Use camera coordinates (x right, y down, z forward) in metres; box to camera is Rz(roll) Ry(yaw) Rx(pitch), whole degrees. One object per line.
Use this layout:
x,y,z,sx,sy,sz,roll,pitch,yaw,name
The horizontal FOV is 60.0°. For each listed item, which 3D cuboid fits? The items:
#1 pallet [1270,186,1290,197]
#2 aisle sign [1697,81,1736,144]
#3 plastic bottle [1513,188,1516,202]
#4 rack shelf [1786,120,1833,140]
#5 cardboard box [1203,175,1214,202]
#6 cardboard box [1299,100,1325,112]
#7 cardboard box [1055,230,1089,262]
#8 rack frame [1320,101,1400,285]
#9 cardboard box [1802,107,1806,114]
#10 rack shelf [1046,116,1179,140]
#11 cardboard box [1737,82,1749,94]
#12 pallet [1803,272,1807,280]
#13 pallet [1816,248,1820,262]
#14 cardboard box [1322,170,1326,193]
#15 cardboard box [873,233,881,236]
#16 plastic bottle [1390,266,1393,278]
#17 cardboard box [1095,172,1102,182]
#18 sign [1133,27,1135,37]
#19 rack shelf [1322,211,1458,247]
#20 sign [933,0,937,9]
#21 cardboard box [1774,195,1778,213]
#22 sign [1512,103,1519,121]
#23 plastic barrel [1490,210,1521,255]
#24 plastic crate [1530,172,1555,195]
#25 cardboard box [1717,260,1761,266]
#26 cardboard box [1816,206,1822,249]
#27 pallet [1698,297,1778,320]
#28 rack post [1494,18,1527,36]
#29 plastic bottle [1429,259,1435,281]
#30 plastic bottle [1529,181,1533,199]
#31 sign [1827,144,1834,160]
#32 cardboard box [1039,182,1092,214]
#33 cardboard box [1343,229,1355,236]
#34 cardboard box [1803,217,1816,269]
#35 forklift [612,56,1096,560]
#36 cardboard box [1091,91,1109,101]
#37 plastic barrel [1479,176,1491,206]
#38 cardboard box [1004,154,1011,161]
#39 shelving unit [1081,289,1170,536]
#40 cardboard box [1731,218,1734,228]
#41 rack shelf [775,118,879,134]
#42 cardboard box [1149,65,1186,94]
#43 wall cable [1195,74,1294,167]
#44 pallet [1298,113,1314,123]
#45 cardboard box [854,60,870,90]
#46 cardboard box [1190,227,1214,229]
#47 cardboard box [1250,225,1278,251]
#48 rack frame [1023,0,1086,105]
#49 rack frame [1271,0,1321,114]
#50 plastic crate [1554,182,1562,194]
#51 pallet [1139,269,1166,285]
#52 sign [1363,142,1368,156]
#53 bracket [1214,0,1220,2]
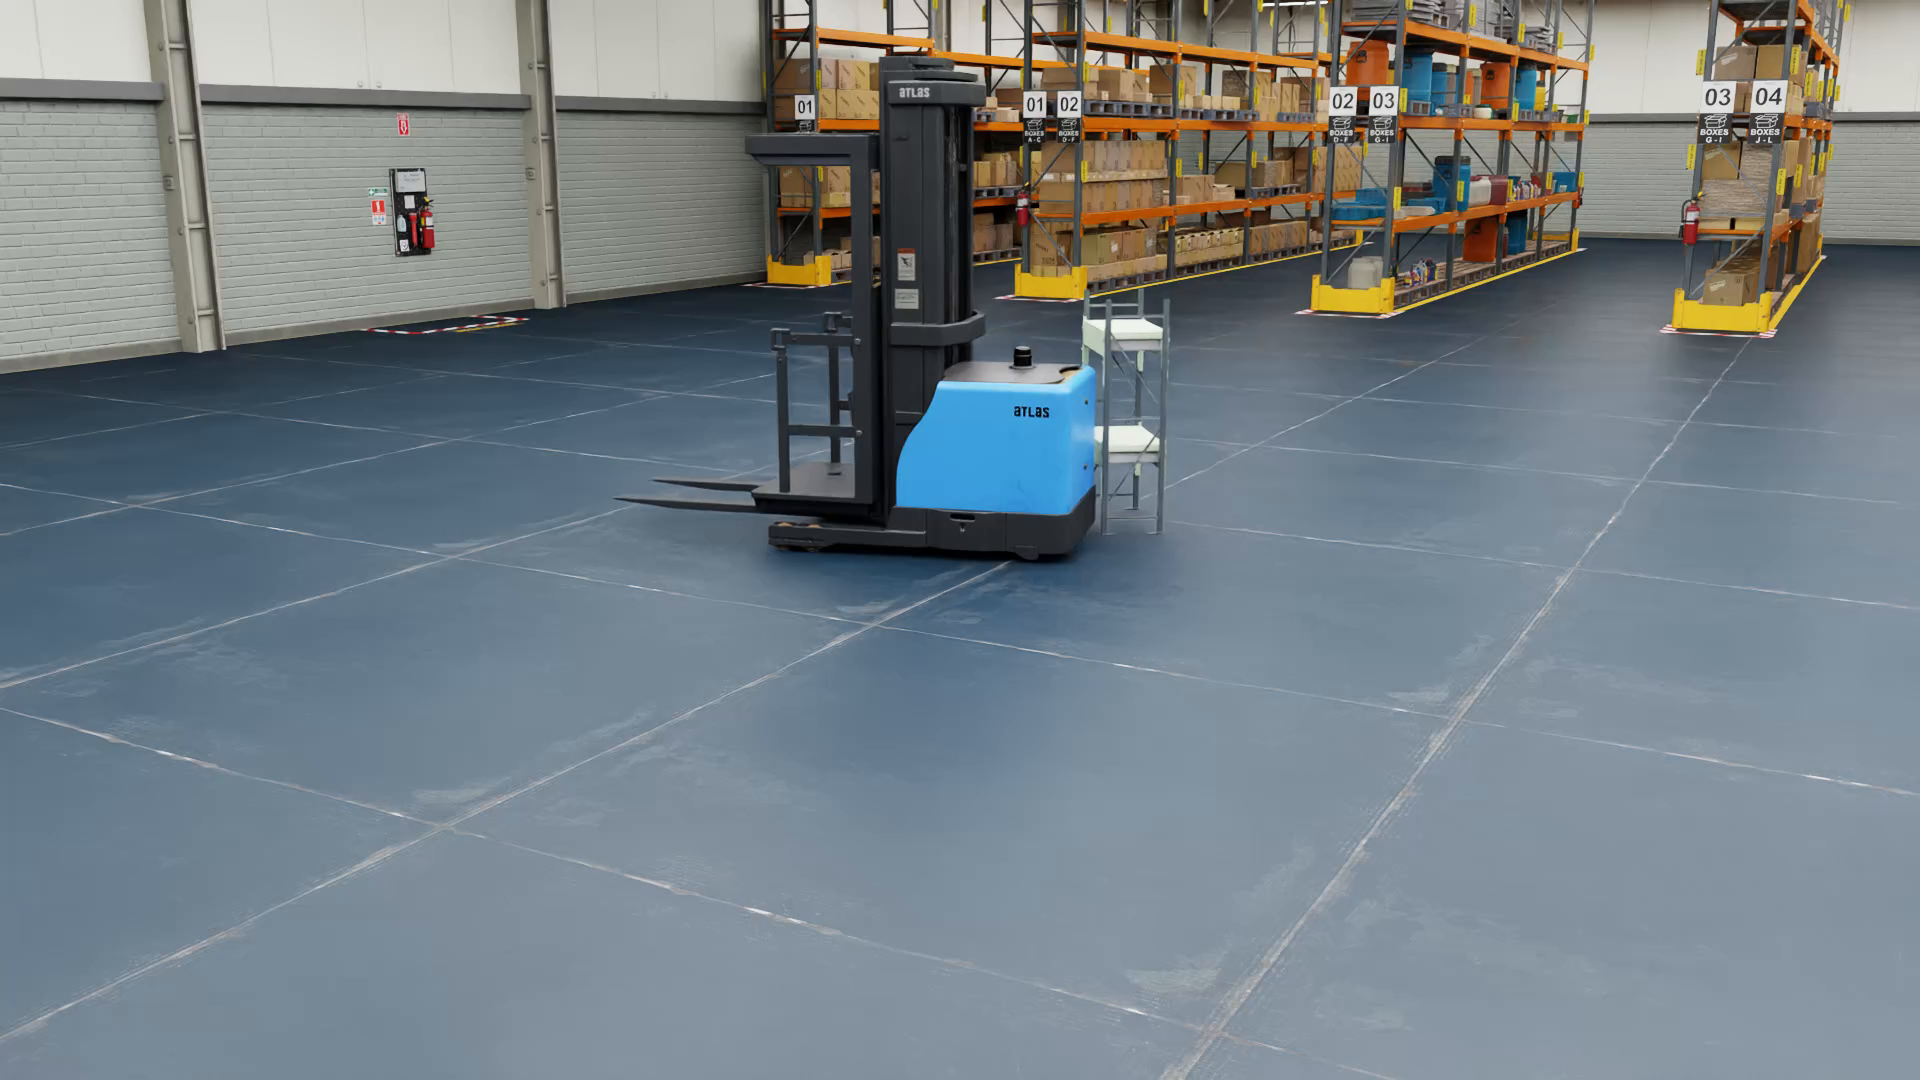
6.274,-7.345,35.011,1.003,0.211,1.213,7,15,28,pallet
9.848,-5.560,21.648,0.394,0.787,0.004,7,15,28,aisle sign
10.644,-6.657,32.021,0.097,0.271,0.097,0,14,0,plastic bottle
16.908,-8.256,33.511,1.077,0.370,4.000,7,15,28,rack shelf
4.541,-6.742,31.884,0.500,0.500,0.500,6,15,25,cardboard box
7.724,-9.560,36.640,0.500,0.250,0.500,7,15,28,cardboard box
1.940,-4.980,28.163,0.500,0.500,0.500,7,15,28,cardboard box
5.805,-4.836,24.192,1.000,3.000,0.127,7,15,28,rack frame
13.519,-6.970,26.964,0.500,0.250,0.500,8,16,30,cardboard box
2.437,-6.917,27.958,1.077,0.370,4.000,7,15,28,rack shelf
10.230,-5.986,22.033,0.380,0.149,0.250,7,15,26,cardboard box
15.046,-4.963,30.669,1.003,0.211,1.213,7,15,28,pallet
17.557,-6.029,35.090,1.003,0.211,1.213,7,15,28,pallet
8.001,-8.088,37.467,0.500,0.500,0.500,8,16,29,cardboard box
-1.401,-5.560,31.592,0.500,0.500,0.500,6,15,24,cardboard box
7.020,-4.382,27.193,0.097,0.271,0.097,0,14,0,plastic bottle
2.095,-5.923,27.106,0.380,0.149,0.250,7,15,28,cardboard box
4.384,-12.753,41.899,0.100,0.325,0.005,7,15,28,sign
6.771,-4.896,25.979,1.077,0.370,4.000,7,15,28,rack shelf
-0.468,-10.123,31.160,0.100,0.325,0.005,7,15,28,sign
11.098,-4.893,23.580,0.875,0.500,0.500,7,15,28,cardboard box
10.157,-7.824,30.409,0.100,0.325,0.005,7,15,28,sign
10.985,-6.227,33.544,0.600,0.901,0.708,7,15,28,plastic barrel
12.257,-7.513,35.032,0.402,0.464,0.583,7,15,28,plastic crate
11.575,-3.888,24.700,0.500,0.500,0.500,-12,18,-41,cardboard box
17.636,-6.588,35.098,0.875,0.875,0.875,7,15,28,cardboard box
11.191,-3.347,23.965,1.003,0.211,1.213,7,15,28,pallet
9.986,-9.510,30.942,0.954,0.300,0.937,7,15,28,rack post
7.679,-4.418,27.172,0.144,0.351,0.185,7,15,27,plastic bottle
11.448,-7.048,33.474,0.144,0.351,0.185,7,15,28,plastic bottle
18.343,-8.171,35.050,0.100,0.325,0.005,7,15,28,sign
1.707,-5.541,26.903,0.700,0.500,0.500,7,15,28,cardboard box
9.158,-7.540,39.802,0.500,0.500,0.500,7,15,28,cardboard box
14.797,-5.409,30.205,1.225,0.875,0.875,7,15,28,cardboard box
-0.698,-1.469,10.374,3.031,2.935,1.130,3,14,14,forklift
2.193,-7.228,27.054,0.380,0.149,0.250,7,15,28,cardboard box
9.362,-6.296,30.011,0.421,0.512,0.421,0,14,0,plastic barrel
0.859,-8.103,35.209,0.380,0.149,0.250,5,15,21,cardboard box
1.063,-0.850,10.860,0.431,1.500,0.755,-2,14,-6,shelving unit
10.219,-4.286,22.446,0.380,0.149,0.250,7,15,28,cardboard box
-1.901,-7.477,30.283,1.077,0.370,4.000,7,15,28,rack shelf
3.737,-8.295,29.963,0.500,0.500,0.500,8,15,29,cardboard box
7.914,-11.768,46.770,3.097,2.526,0.112,7,15,28,wall cable
6.895,-9.101,35.884,1.213,0.211,1.003,7,15,28,pallet
-1.944,-8.216,29.424,0.500,0.500,0.500,8,16,30,cardboard box
4.827,-6.105,33.231,0.500,0.311,0.500,8,16,30,cardboard box
6.303,-6.309,34.699,0.500,0.500,0.500,7,15,27,cardboard box
1.470,-8.314,25.820,1.000,3.000,0.127,7,15,28,rack frame
7.271,-10.776,36.032,1.000,3.000,0.127,7,15,28,rack frame
12.771,-7.616,35.953,0.416,0.233,0.300,7,15,28,plastic crate
2.983,-4.705,29.597,1.003,0.211,1.213,7,15,28,pallet
9.681,-9.330,39.689,0.100,0.325,0.005,7,15,28,sign
7.072,-15.090,46.247,0.235,0.232,0.430,7,15,28,bracket
